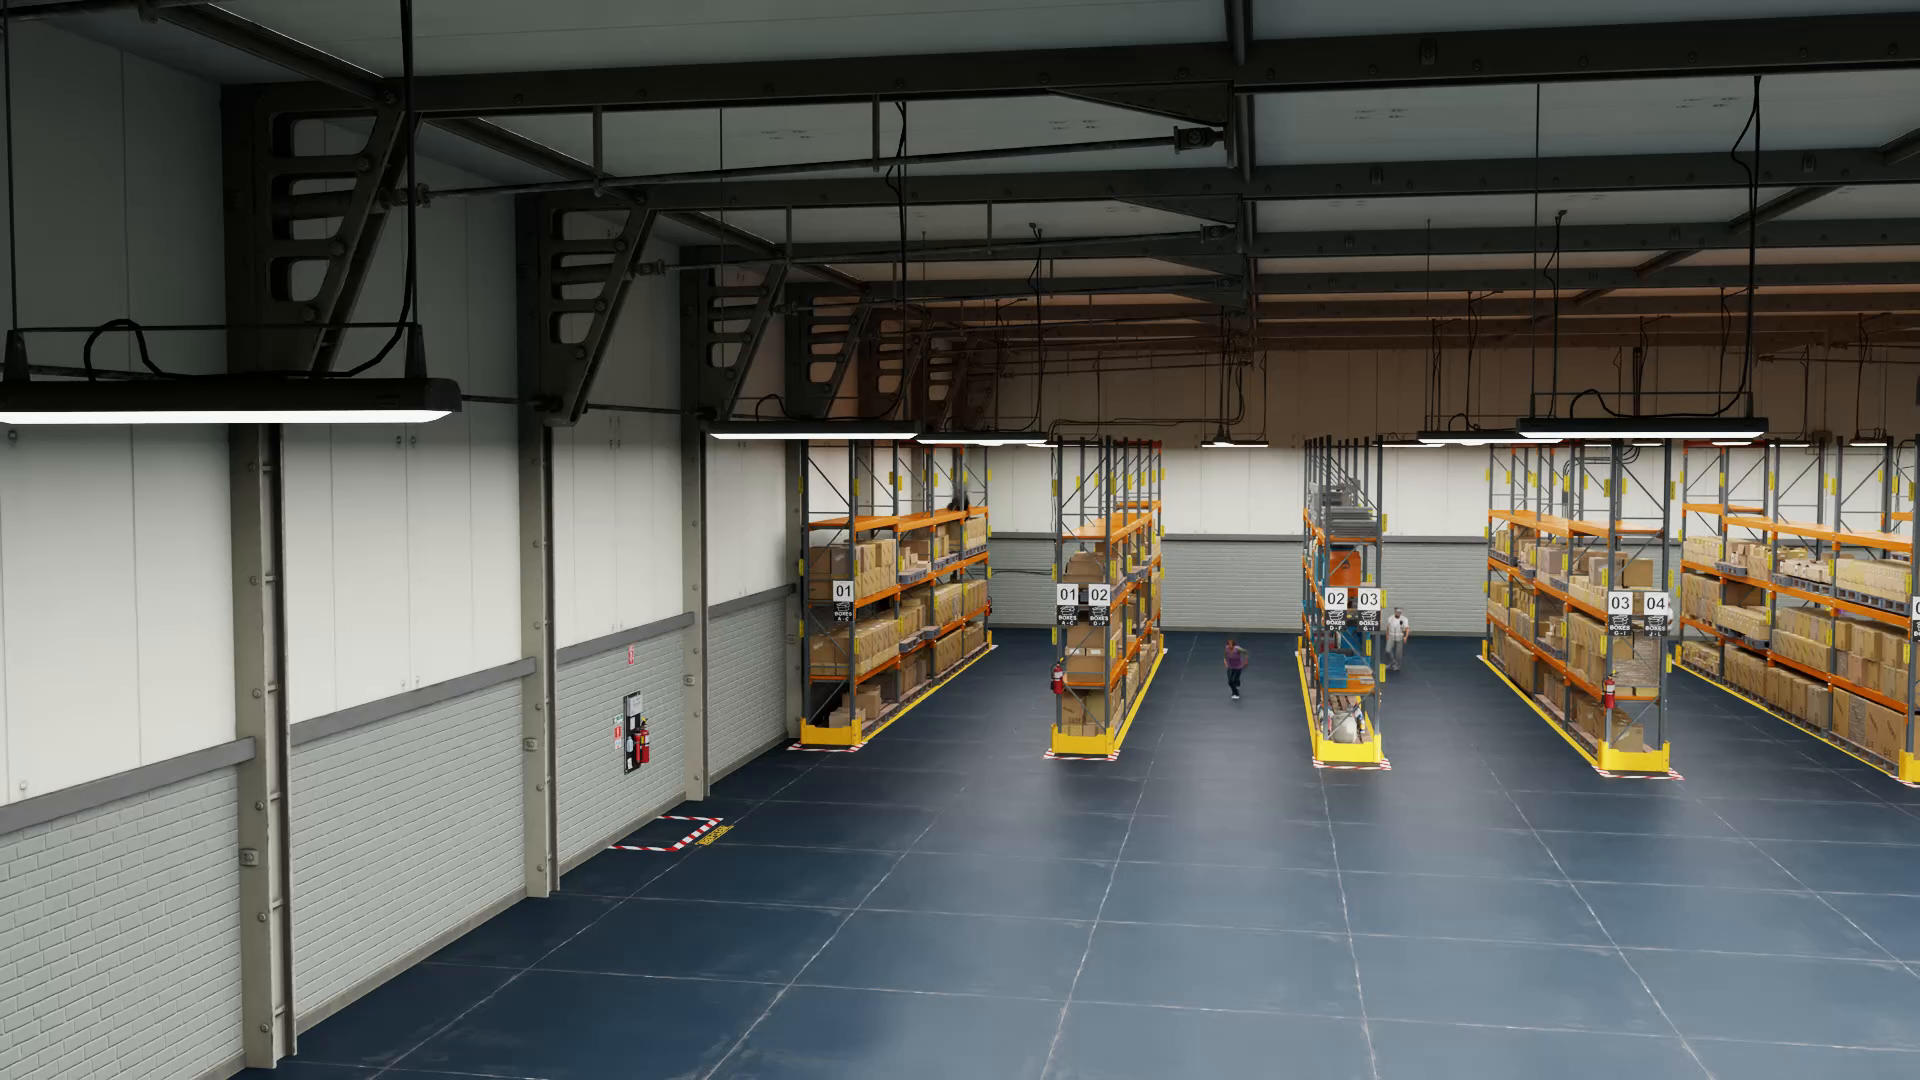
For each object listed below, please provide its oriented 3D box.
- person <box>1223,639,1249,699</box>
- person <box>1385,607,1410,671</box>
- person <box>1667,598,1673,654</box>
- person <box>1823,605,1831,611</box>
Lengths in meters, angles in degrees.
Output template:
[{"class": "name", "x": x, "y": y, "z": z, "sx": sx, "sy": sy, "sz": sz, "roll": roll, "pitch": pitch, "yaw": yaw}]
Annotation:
[{"class": "person", "x": 6.296, "y": 2.950, "z": 37.996, "sx": 0.562, "sy": 1.429, "sz": 0.765, "roll": 1, "pitch": 3, "yaw": 24}, {"class": "person", "x": 11.271, "y": 2.554, "z": 42.884, "sx": 0.661, "sy": 1.678, "sz": 0.738, "roll": 1, "pitch": 3, "yaw": 23}, {"class": "person", "x": 19.313, "y": 2.410, "z": 45.642, "sx": 0.534, "sy": 1.699, "sz": 0.740, "roll": 0, "pitch": 3, "yaw": -5}, {"class": "person", "x": 23.888, "y": 2.290, "z": 45.632, "sx": 0.797, "sy": 1.675, "sz": 0.679, "roll": 0, "pitch": 3, "yaw": -7}]
